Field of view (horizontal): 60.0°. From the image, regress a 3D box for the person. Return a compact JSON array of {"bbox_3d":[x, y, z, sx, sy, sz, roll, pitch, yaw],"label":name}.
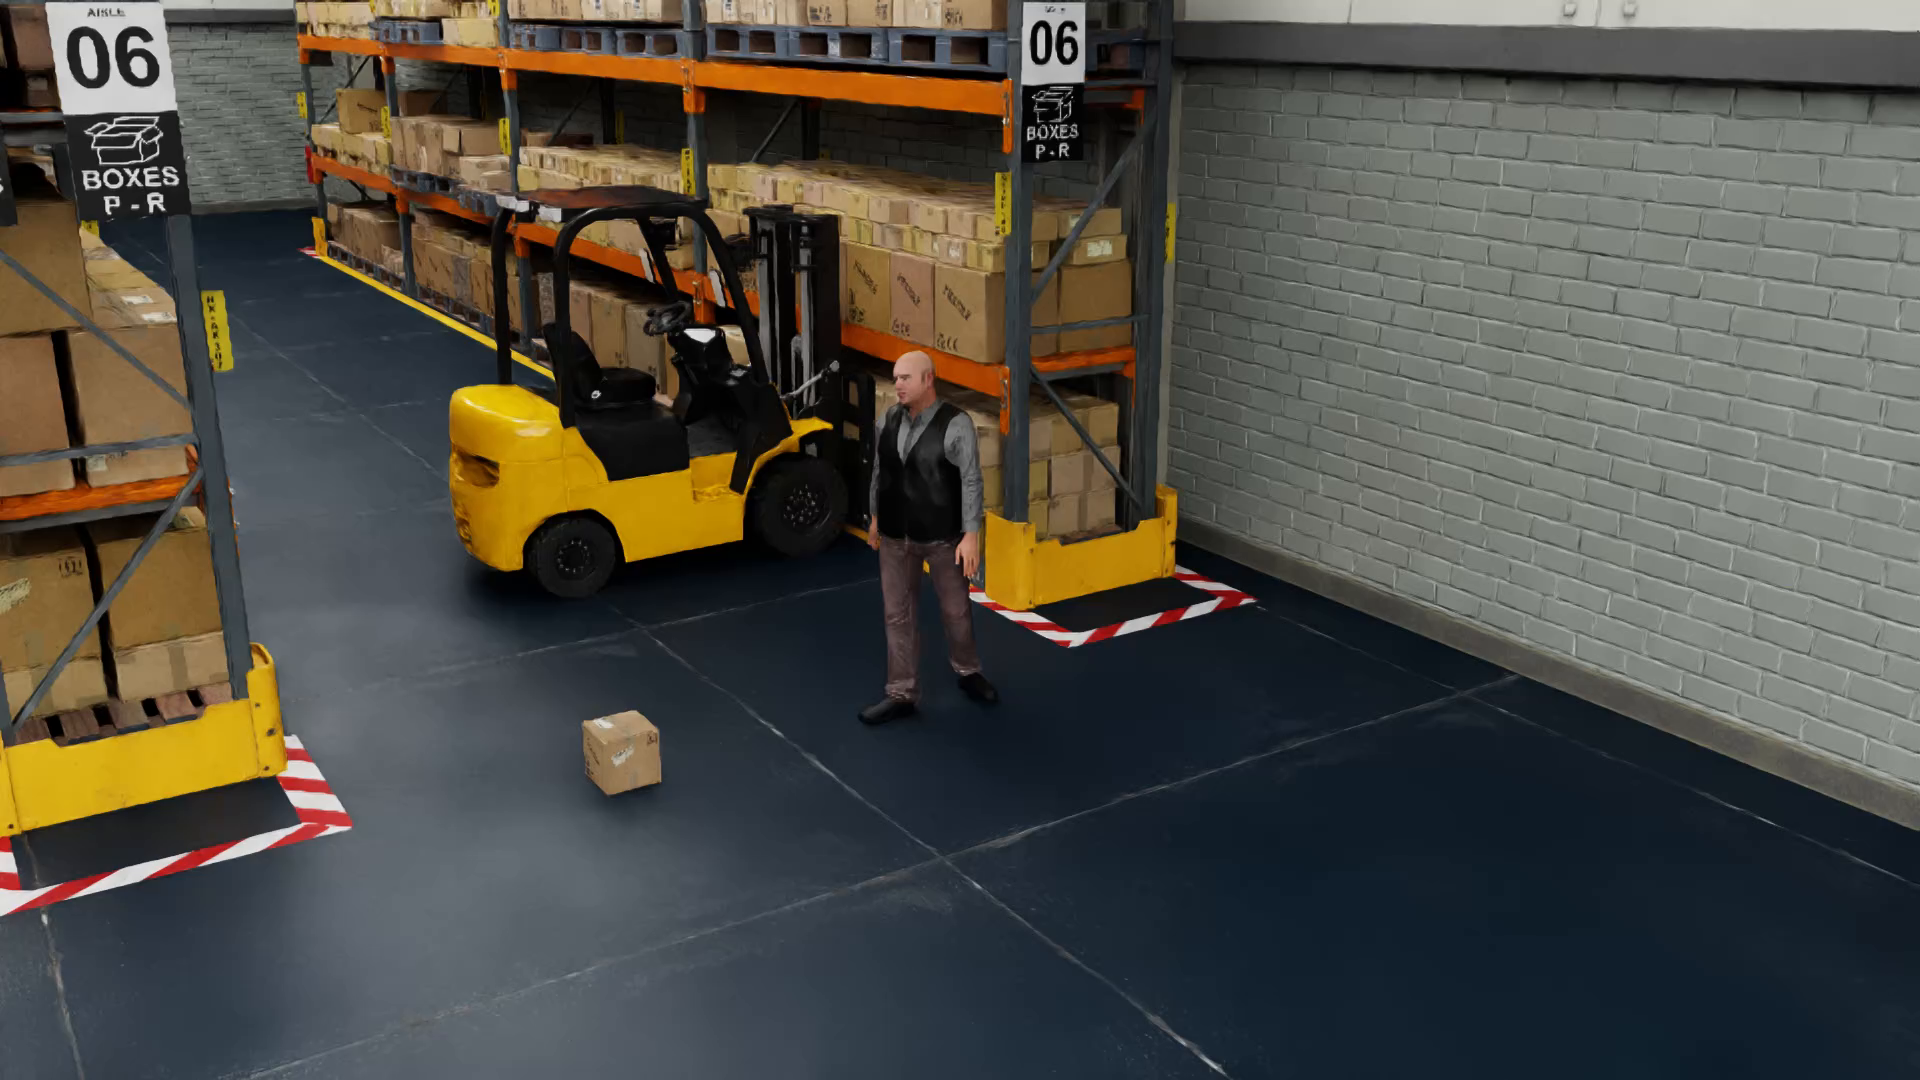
[{"bbox_3d":[-0.170,-0.024,7.669,0.649,1.720,0.619,8,20,23],"label":"person"}]
